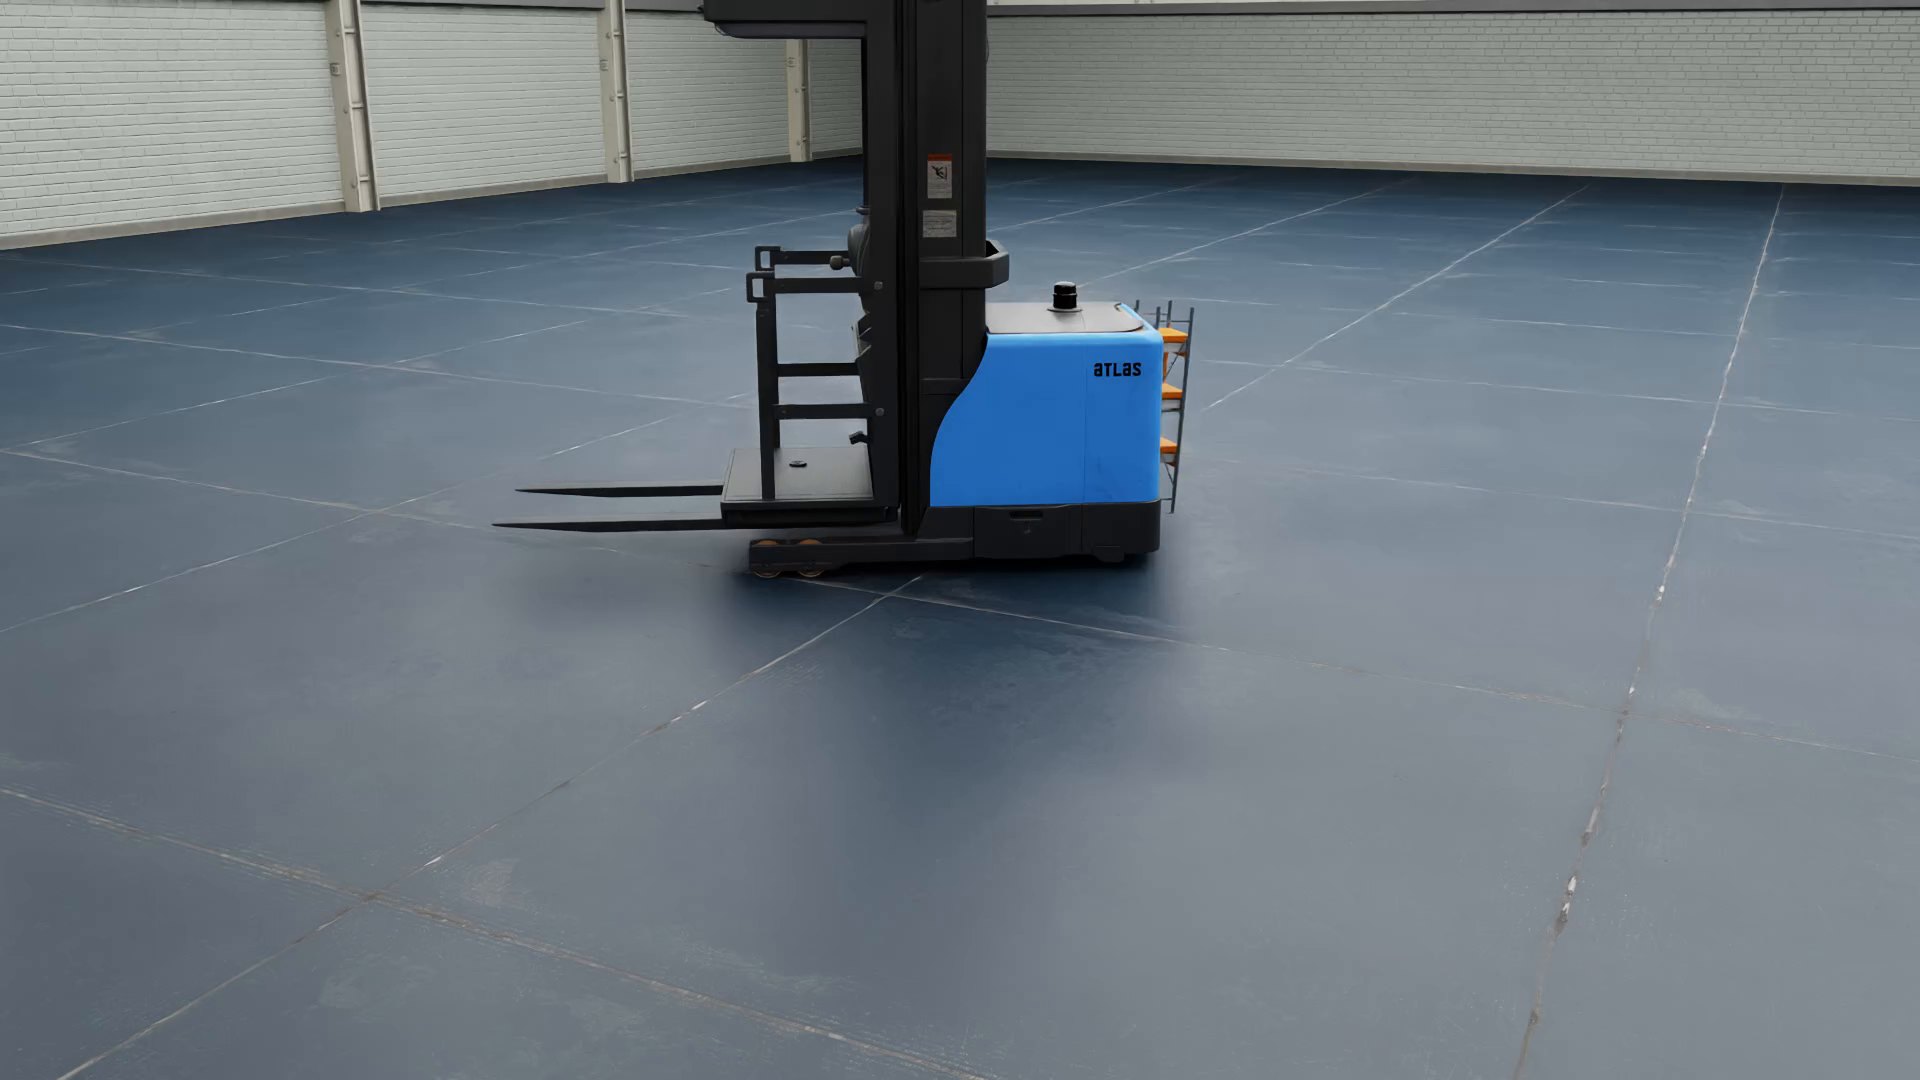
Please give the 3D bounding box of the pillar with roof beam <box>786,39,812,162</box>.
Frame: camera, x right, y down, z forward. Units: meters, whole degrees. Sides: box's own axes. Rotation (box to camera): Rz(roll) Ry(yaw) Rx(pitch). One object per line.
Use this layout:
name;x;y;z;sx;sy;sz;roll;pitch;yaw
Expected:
pillar with roof beam;0.564;-11.589;31.239;9.100;9.000;0.400;8;18;25

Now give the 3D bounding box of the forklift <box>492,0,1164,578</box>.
forklift;-0.625;-1.391;7.559;3.031;2.935;1.130;-1;17;-4

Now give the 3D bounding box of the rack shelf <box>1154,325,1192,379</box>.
rack shelf;1.005;-0.936;8.351;0.215;0.259;0.240;-2;16;-19

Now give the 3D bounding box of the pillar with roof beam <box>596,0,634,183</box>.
pillar with roof beam;-2.117;-10.061;26.093;9.100;9.000;0.400;8;18;25

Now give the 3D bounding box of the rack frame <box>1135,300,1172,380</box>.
rack frame;0.949;-0.706;8.534;0.200;1.050;0.008;-2;16;-19

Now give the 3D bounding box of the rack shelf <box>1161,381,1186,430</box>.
rack shelf;0.988;-0.663;8.426;0.215;0.259;0.240;-2;16;-19

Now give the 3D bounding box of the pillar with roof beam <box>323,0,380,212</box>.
pillar with roof beam;-4.798;-8.533;20.948;9.100;9.000;0.400;8;18;25

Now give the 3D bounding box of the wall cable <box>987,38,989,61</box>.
wall cable;-0.787;-11.231;35.485;3.097;2.526;0.112;8;18;25

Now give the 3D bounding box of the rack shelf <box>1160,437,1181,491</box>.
rack shelf;0.971;-0.395;8.500;0.215;0.259;0.240;-2;16;-19

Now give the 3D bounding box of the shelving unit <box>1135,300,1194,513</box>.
shelving unit;0.989;-0.673;8.424;0.215;1.050;0.252;-2;16;-19

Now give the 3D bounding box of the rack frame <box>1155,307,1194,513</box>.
rack frame;1.029;-0.640;8.313;0.200;1.050;0.008;-2;16;-19
